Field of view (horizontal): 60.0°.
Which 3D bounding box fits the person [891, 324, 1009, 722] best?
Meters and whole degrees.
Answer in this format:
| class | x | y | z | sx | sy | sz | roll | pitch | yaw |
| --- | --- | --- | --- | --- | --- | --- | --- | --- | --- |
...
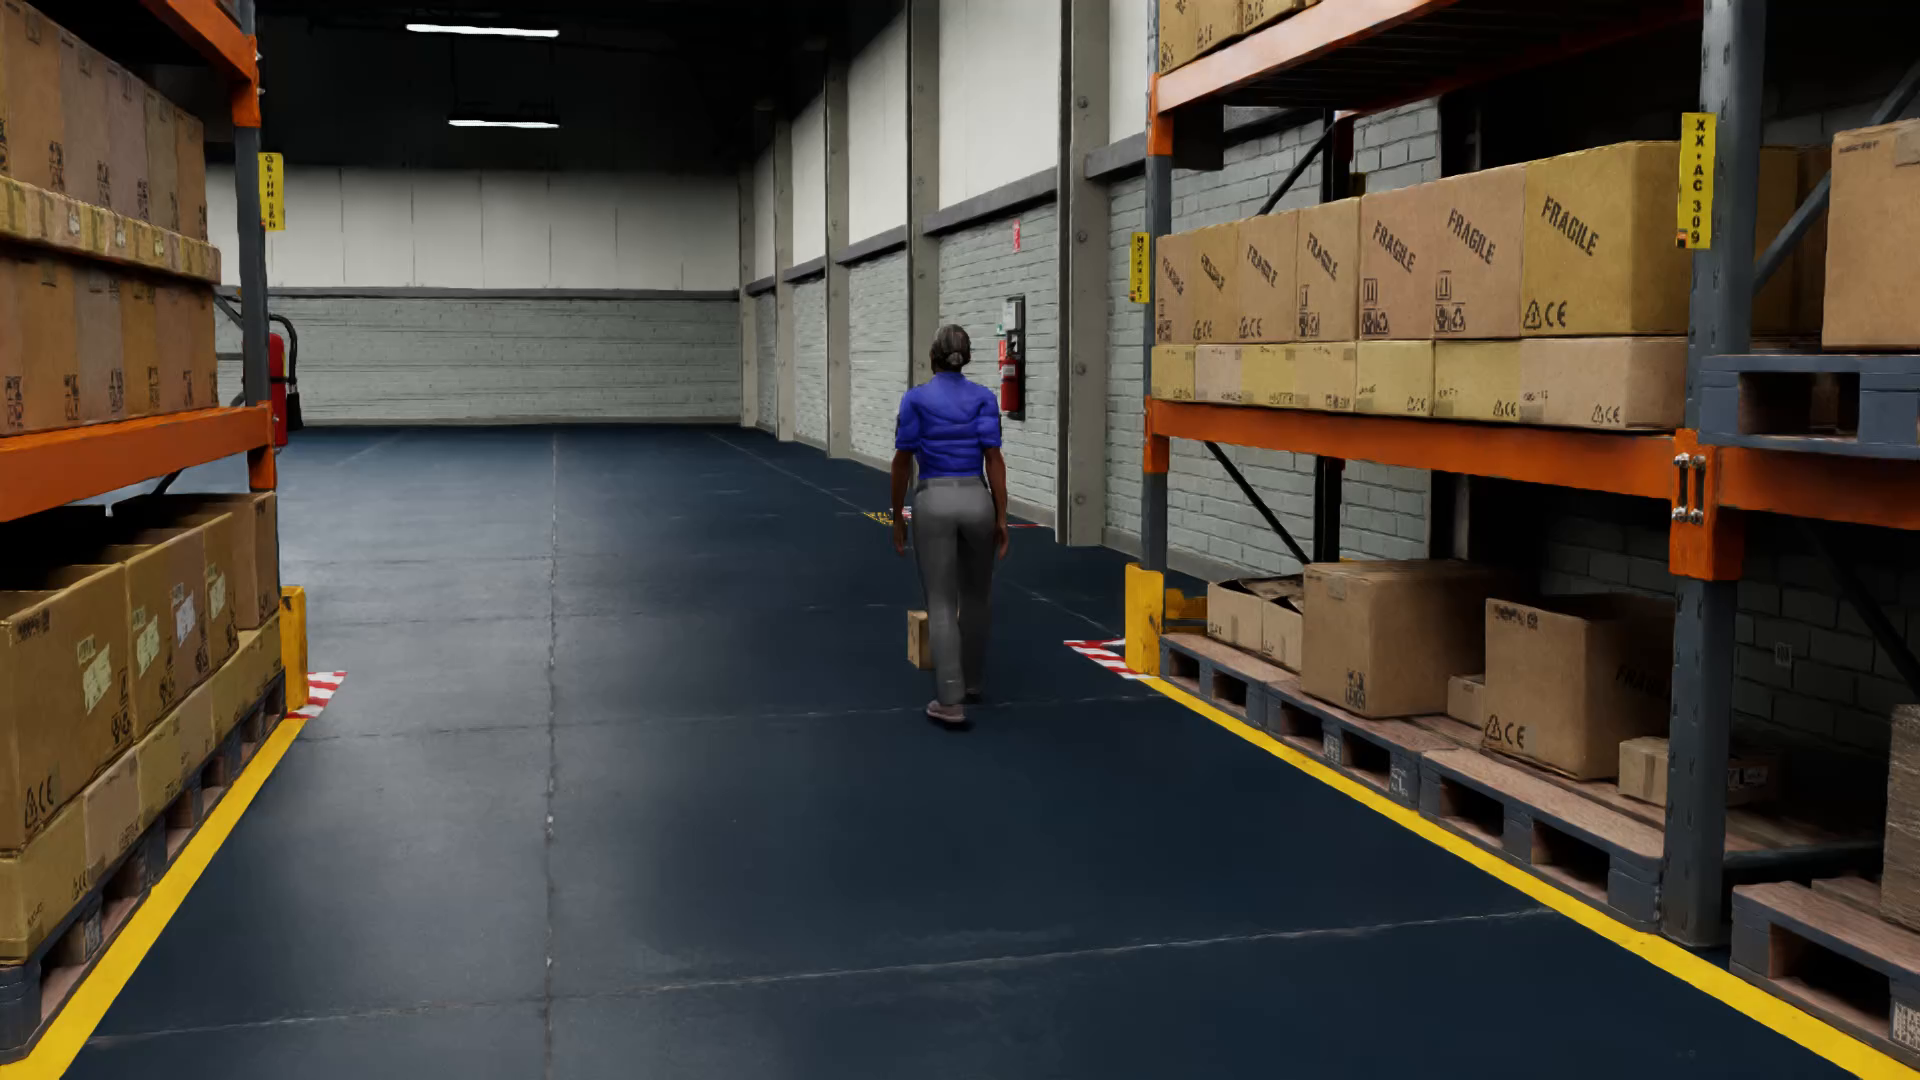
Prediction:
| class | x | y | z | sx | sy | sz | roll | pitch | yaw |
| --- | --- | --- | --- | --- | --- | --- | --- | --- | --- |
| person | -0.062 | -0.098 | 7.041 | 0.471 | 1.623 | 0.796 | -1 | 6 | -10 |
